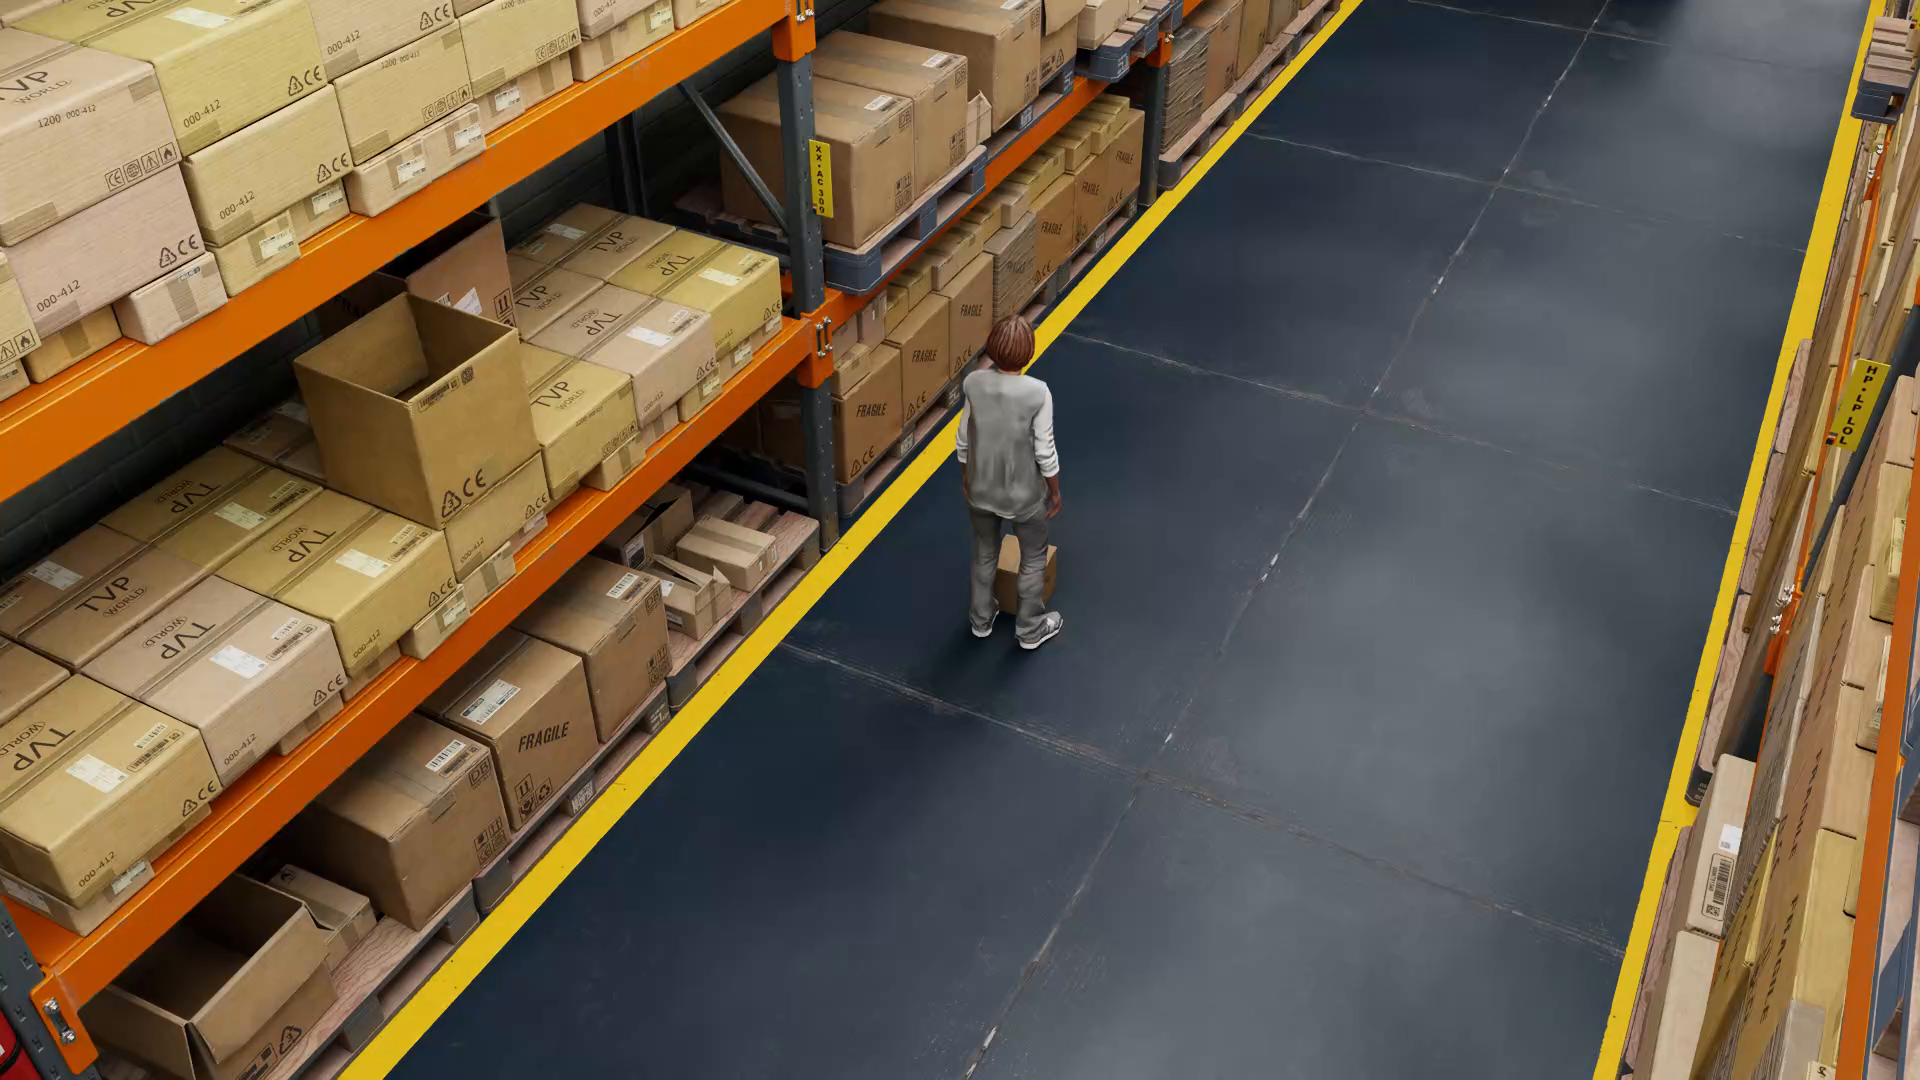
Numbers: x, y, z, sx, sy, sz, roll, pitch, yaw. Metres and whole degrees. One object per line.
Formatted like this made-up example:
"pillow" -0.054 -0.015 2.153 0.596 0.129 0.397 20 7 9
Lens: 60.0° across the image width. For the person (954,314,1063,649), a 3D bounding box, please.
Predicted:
"person" 0.202 -0.213 7.024 0.462 1.593 0.345 15 41 18
